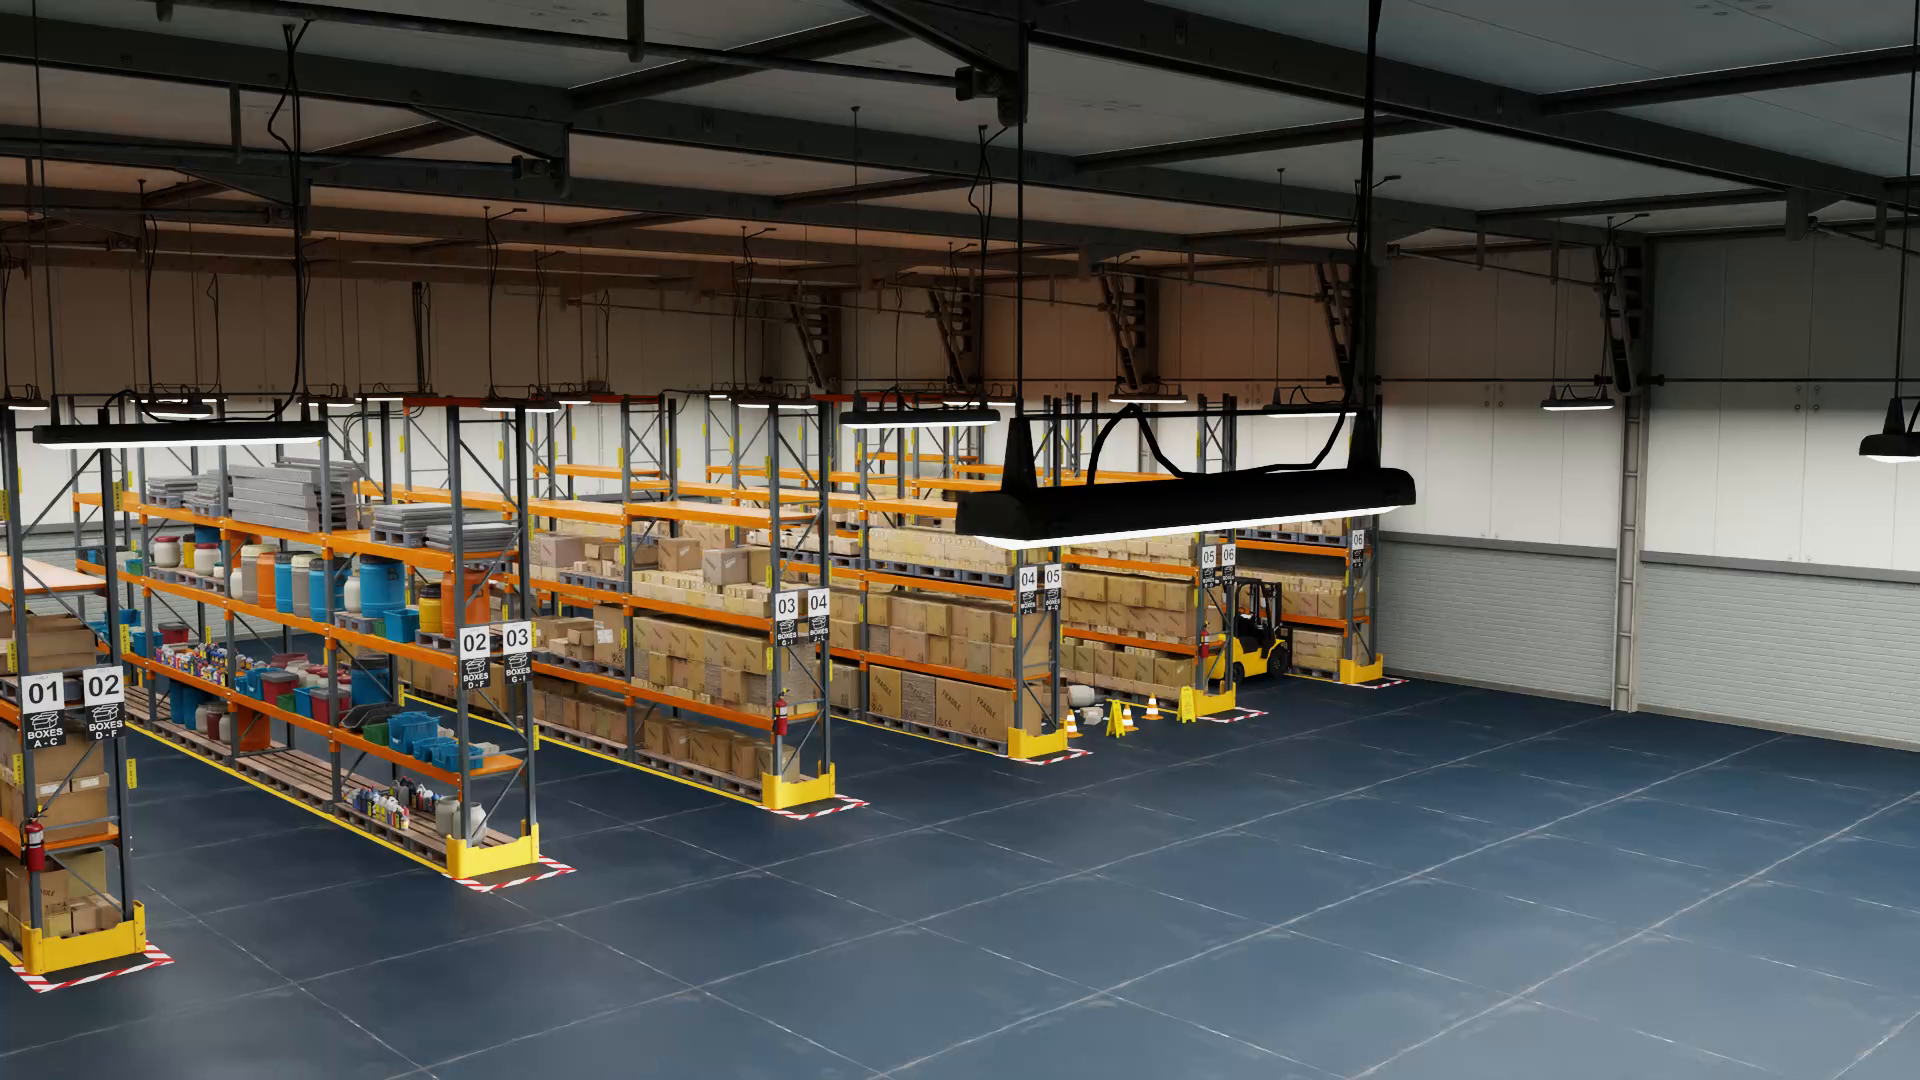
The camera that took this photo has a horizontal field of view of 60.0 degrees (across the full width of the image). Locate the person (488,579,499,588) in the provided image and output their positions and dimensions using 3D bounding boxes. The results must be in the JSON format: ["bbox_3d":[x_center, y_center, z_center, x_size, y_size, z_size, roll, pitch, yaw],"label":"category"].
[{"bbox_3d":[-10.731,1.730,38.520,0.567,1.774,0.564,-3,6,-25],"label":"person"}]
